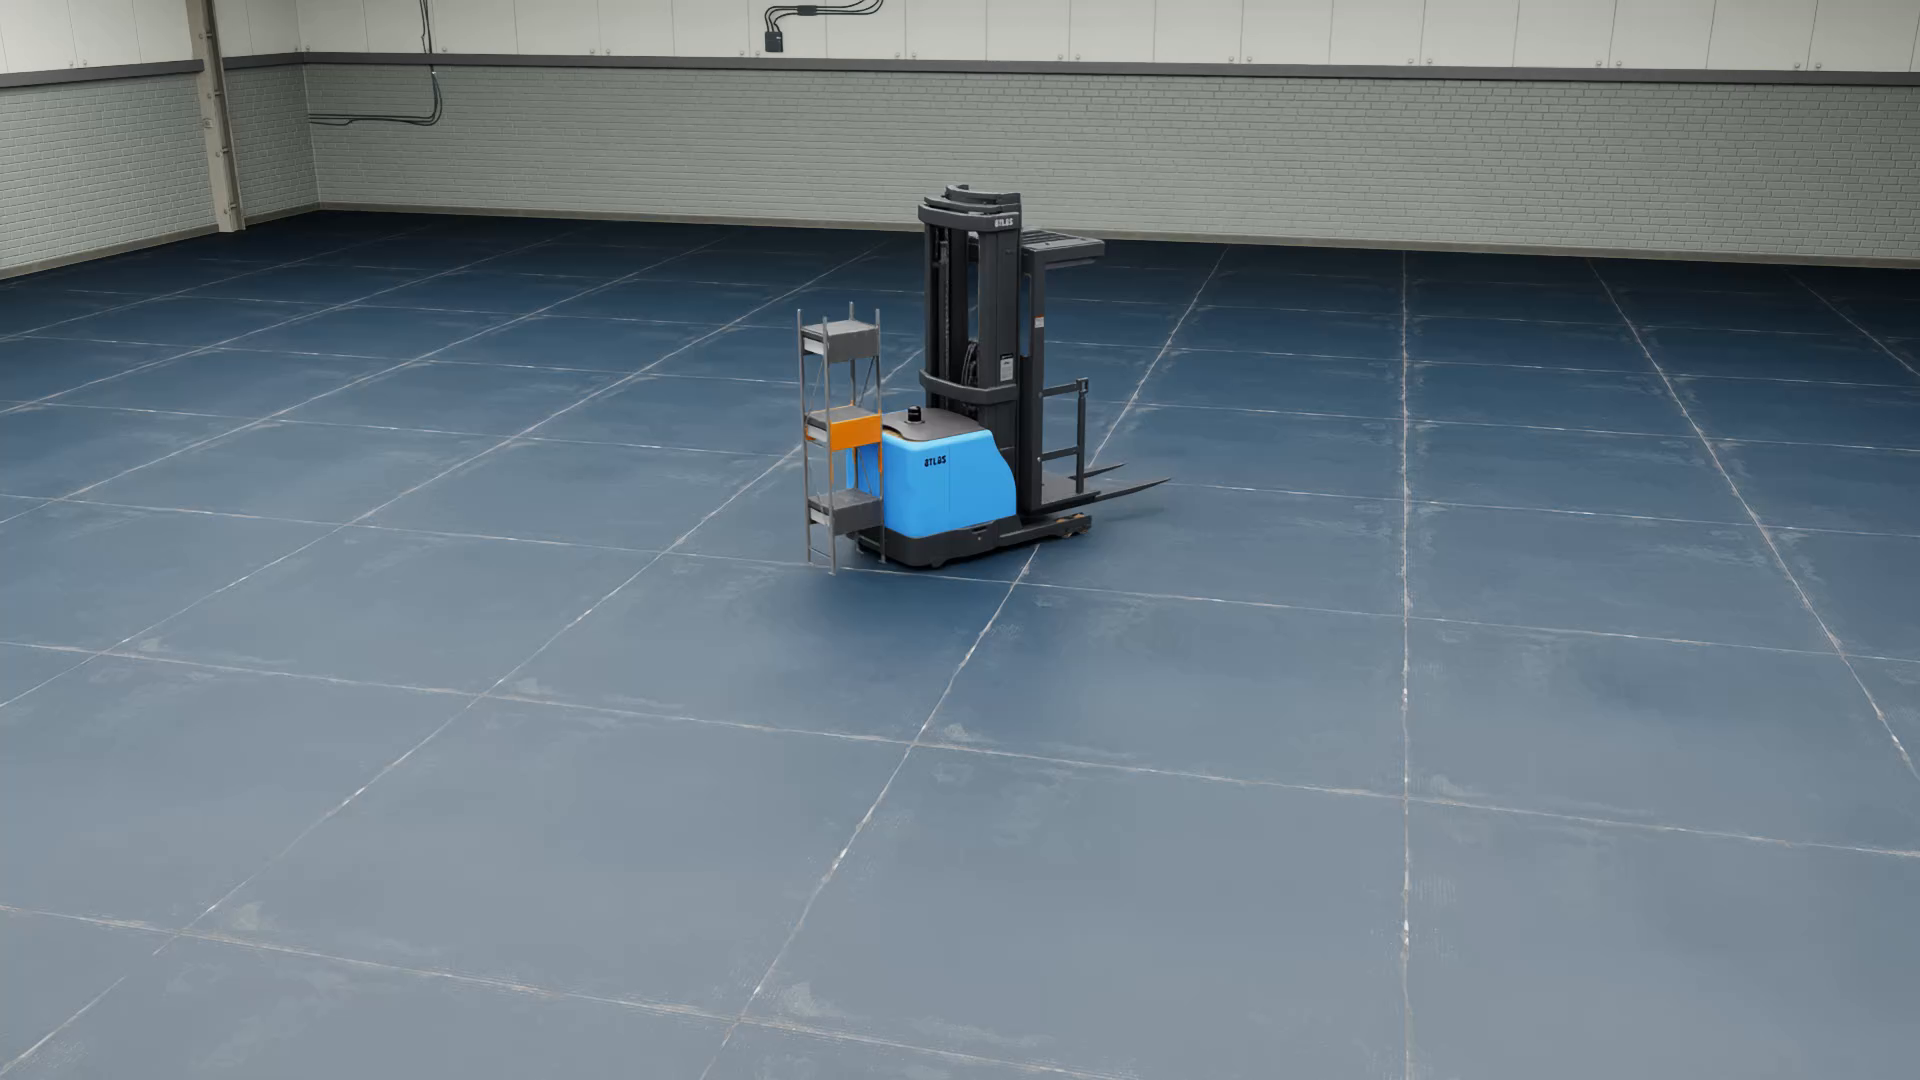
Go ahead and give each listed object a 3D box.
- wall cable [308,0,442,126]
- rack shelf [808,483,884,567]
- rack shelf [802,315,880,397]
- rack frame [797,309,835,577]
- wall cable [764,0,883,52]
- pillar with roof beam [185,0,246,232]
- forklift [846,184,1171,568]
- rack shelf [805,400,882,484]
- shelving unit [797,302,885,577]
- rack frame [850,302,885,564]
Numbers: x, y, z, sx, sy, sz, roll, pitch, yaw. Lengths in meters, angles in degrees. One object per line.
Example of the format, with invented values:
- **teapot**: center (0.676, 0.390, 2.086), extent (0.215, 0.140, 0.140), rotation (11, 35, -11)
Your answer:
- **wall cable**: center (-11.654, -9.416, 32.636), extent (3.097, 2.526, 0.112), rotation (5, 19, 13)
- **rack shelf**: center (-0.936, -0.126, 13.510), extent (0.480, 0.518, 0.431), rotation (-14, 23, -35)
- **rack shelf**: center (-0.944, -1.449, 13.052), extent (0.480, 0.518, 0.431), rotation (-14, 23, -35)
- **rack frame**: center (-1.134, -0.751, 13.138), extent (0.015, 2.100, 0.400), rotation (-14, 23, -35)
- **wall cable**: center (-2.452, -11.740, 29.374), extent (2.305, 6.003, 0.169), rotation (5, 19, 13)
- **pillar with roof beam**: center (-9.481, -9.726, 28.741), extent (9.100, 9.000, 0.400), rotation (5, 19, 13)
- **forklift**: center (0.516, -1.525, 14.119), extent (3.031, 2.935, 1.130), rotation (-14, 23, -35)
- **rack shelf**: center (-0.940, -0.788, 13.281), extent (0.480, 0.518, 0.431), rotation (-14, 23, -35)
- **shelving unit**: center (-0.940, -0.800, 13.277), extent (0.503, 2.100, 0.431), rotation (-14, 23, -35)
- **rack frame**: center (-0.745, -0.850, 13.416), extent (0.015, 2.100, 0.400), rotation (-14, 23, -35)
